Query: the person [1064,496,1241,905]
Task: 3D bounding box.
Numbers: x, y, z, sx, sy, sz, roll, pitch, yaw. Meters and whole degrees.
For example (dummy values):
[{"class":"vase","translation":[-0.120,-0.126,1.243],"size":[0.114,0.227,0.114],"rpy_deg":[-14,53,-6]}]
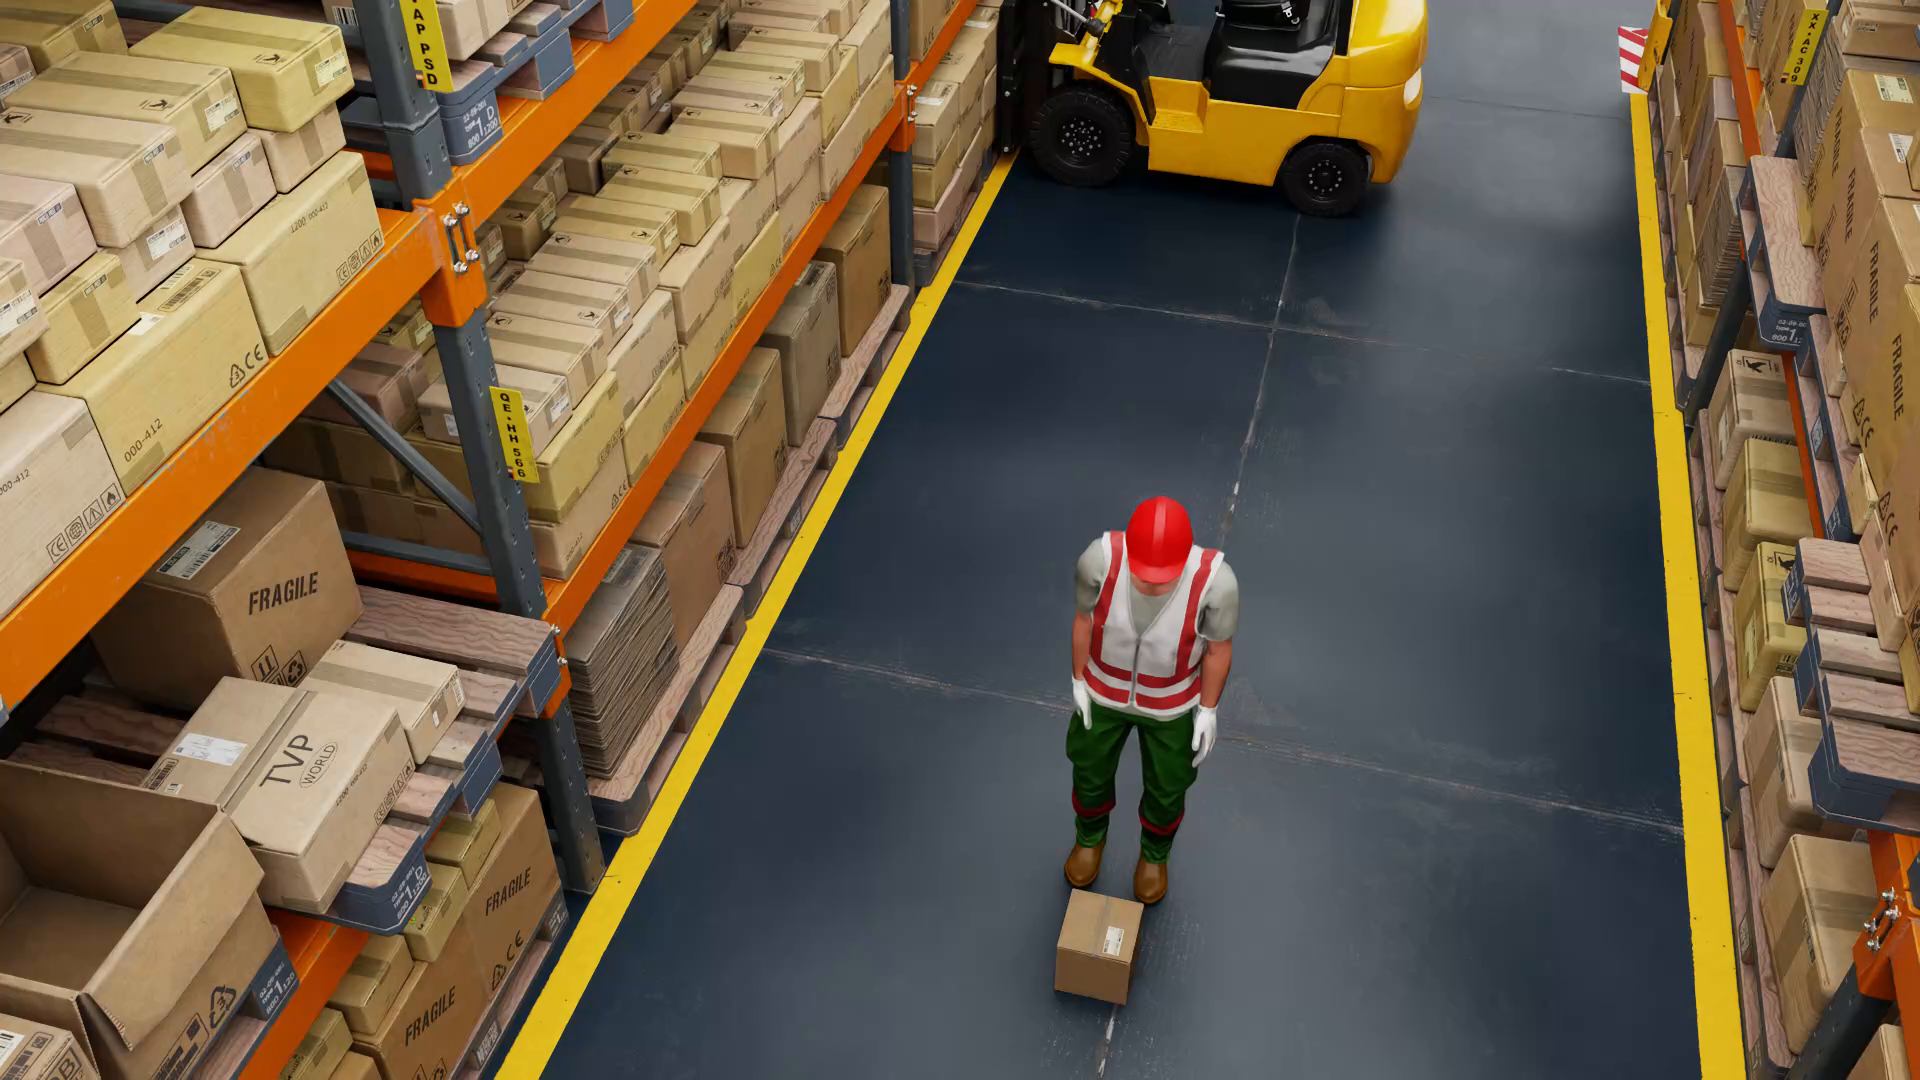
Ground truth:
[{"class":"person","translation":[0.612,0.533,5.539],"size":[0.535,1.764,0.400],"rpy_deg":[11,42,12]}]
